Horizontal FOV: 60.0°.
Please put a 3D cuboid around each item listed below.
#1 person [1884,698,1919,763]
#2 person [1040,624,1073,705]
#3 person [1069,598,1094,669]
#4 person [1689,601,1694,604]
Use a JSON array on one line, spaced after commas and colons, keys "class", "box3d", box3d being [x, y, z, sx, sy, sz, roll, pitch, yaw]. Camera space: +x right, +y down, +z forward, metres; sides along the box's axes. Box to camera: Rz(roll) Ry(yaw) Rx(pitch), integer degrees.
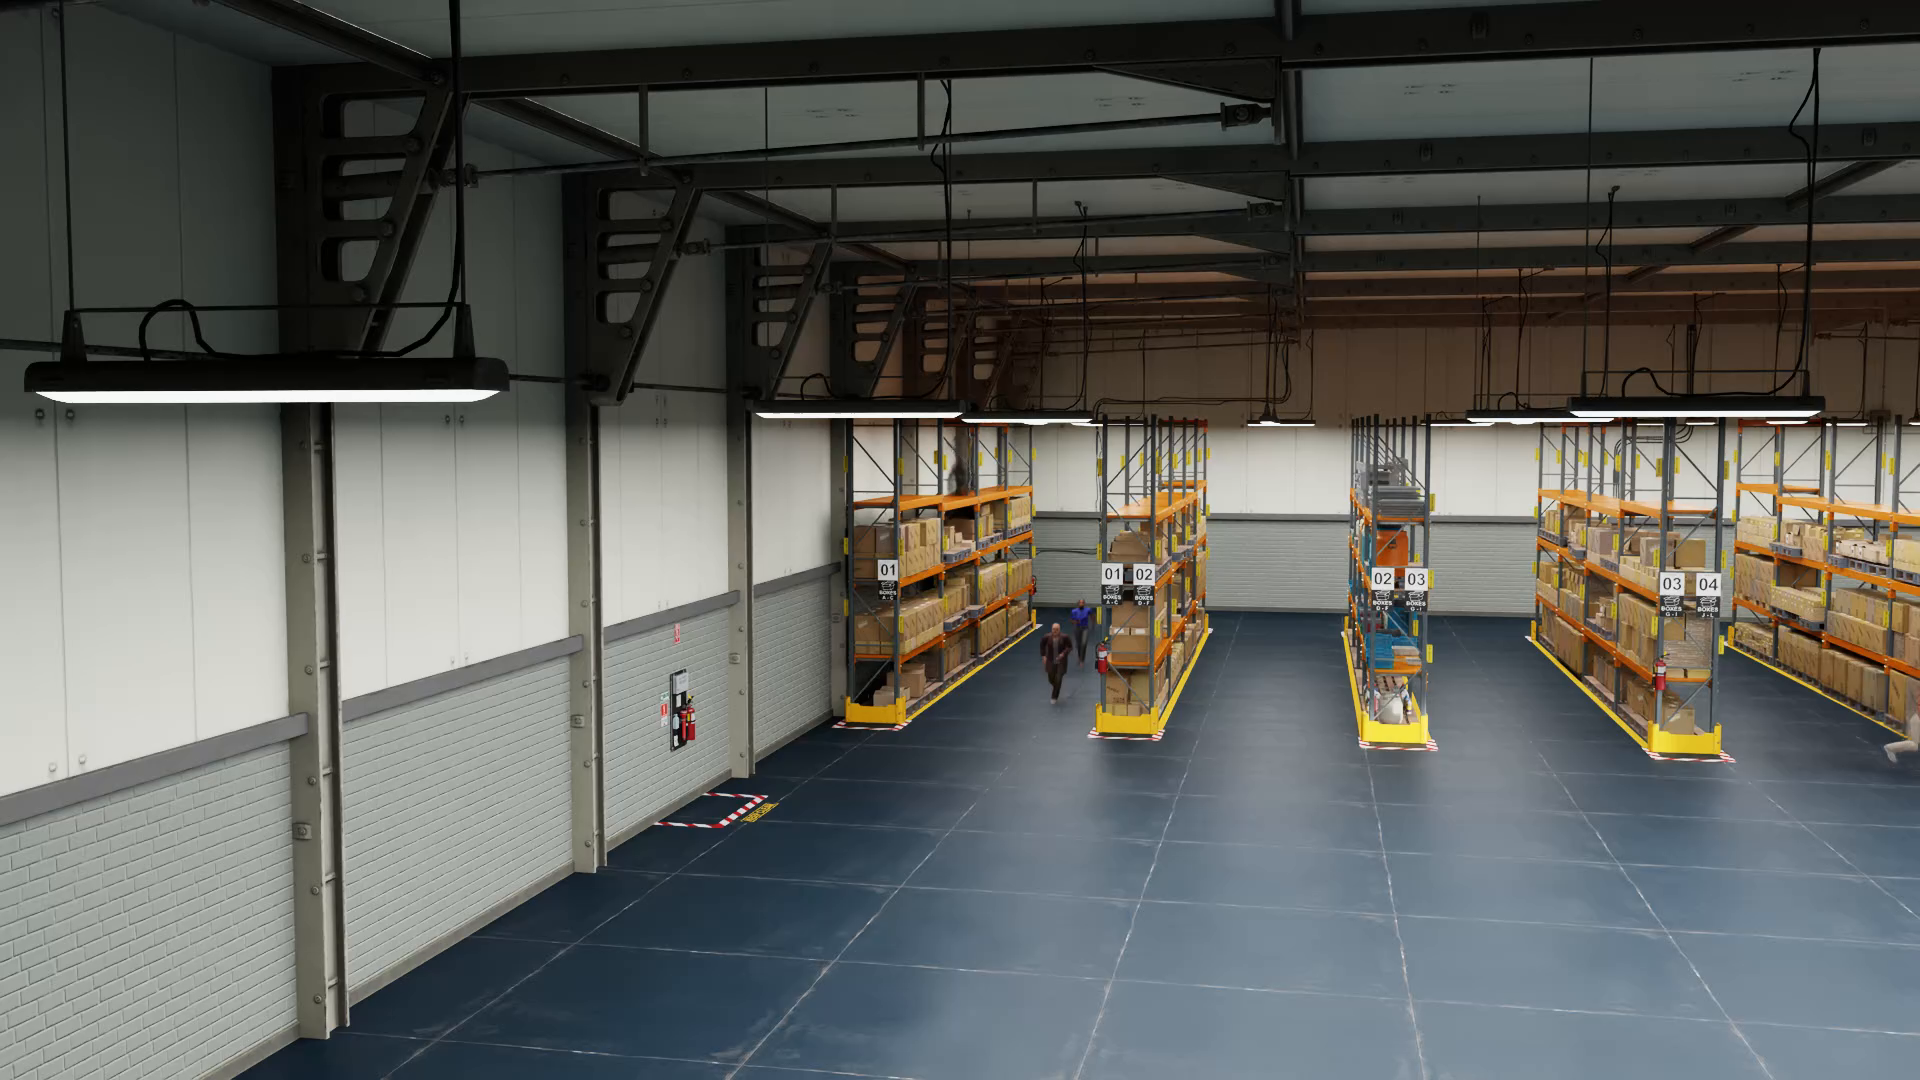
[{"class": "person", "box3d": [15.968, 3.073, 27.746, 0.936, 1.688, 0.671, 3, 5, 36]}, {"class": "person", "box3d": [2.009, 2.575, 34.741, 0.700, 1.710, 0.792, 0, 4, 6]}, {"class": "person", "box3d": [2.931, 2.235, 40.127, 0.600, 1.693, 0.918, 0, 4, 2]}, {"class": "person", "box3d": [19.174, 1.978, 44.355, 0.758, 1.574, 0.617, 3, 5, 41]}]
